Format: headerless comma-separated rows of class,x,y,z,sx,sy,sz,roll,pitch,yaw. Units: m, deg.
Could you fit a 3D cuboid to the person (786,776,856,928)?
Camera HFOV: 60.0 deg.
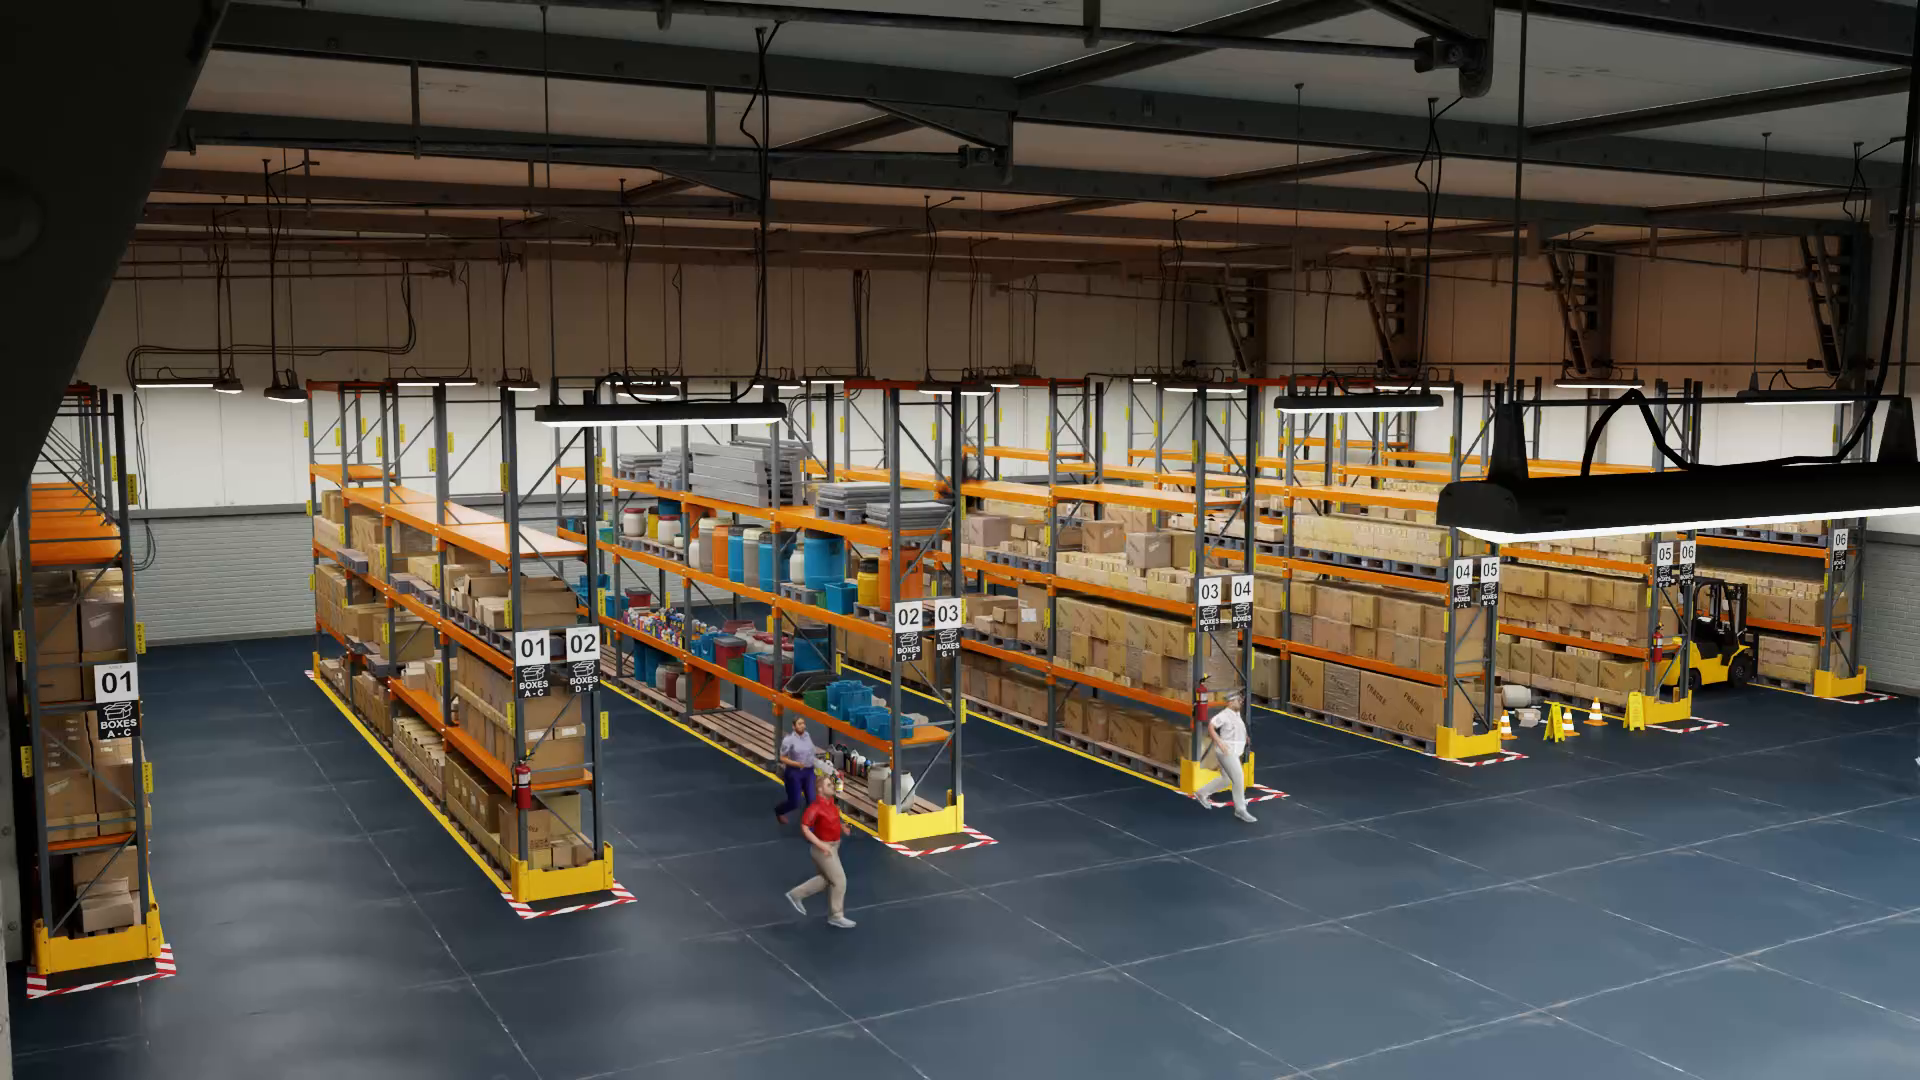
person,-1.572,3.507,18.747,0.813,1.721,0.654,1,6,5

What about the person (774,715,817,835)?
person,-2.151,3.157,22.243,0.609,1.645,0.870,-5,8,-40

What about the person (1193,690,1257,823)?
person,3.767,2.986,23.330,0.954,1.769,0.702,3,7,24
